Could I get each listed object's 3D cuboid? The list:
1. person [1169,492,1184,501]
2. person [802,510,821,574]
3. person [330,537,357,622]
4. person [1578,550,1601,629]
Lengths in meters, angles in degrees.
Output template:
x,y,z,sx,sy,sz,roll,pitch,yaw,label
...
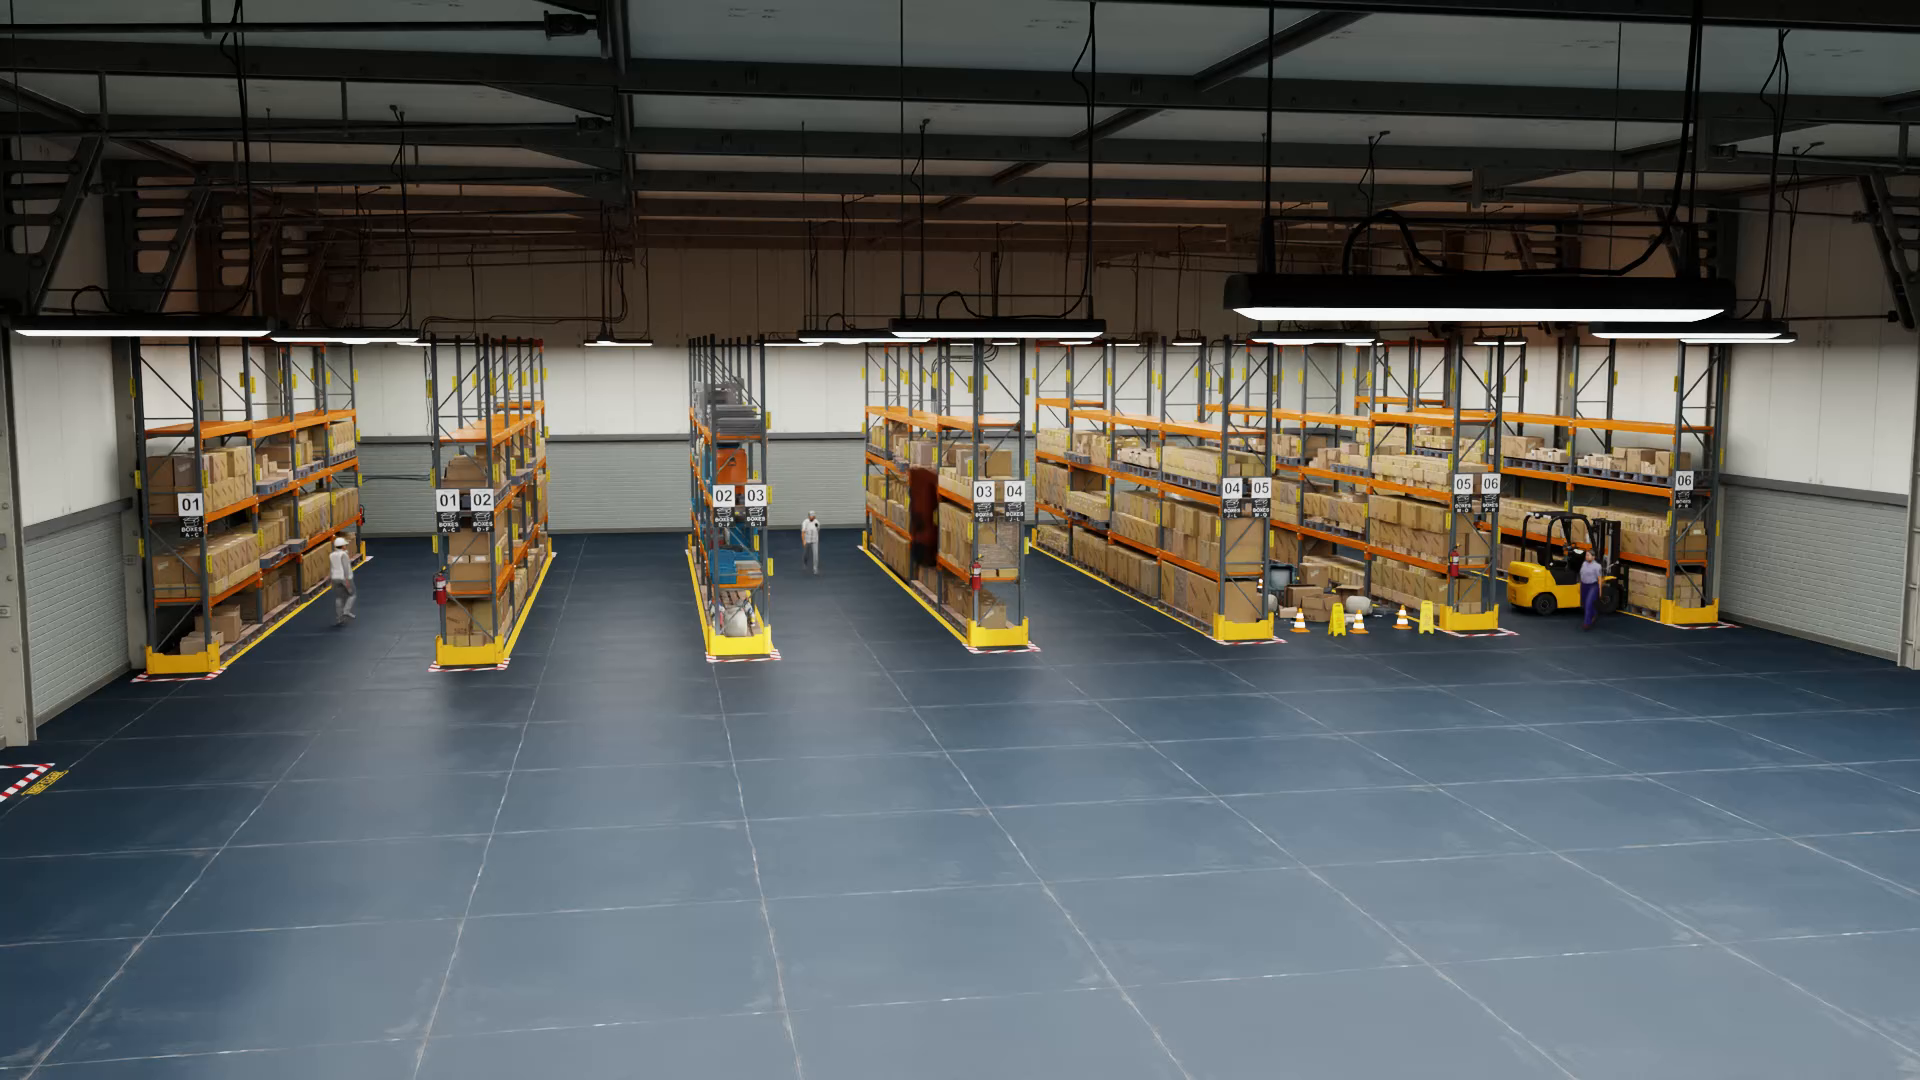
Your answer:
x,y,z,sx,sy,sz,roll,pitch,yaw,label
6.672,-0.997,51.040,0.982,1.753,0.529,-2,7,-18,person
-3.808,0.036,42.519,0.483,1.606,0.991,-1,7,-11,person
-13.011,0.831,34.992,0.554,1.757,0.501,0,7,2,person
12.982,0.994,34.178,0.822,1.614,0.476,-5,8,-36,person
